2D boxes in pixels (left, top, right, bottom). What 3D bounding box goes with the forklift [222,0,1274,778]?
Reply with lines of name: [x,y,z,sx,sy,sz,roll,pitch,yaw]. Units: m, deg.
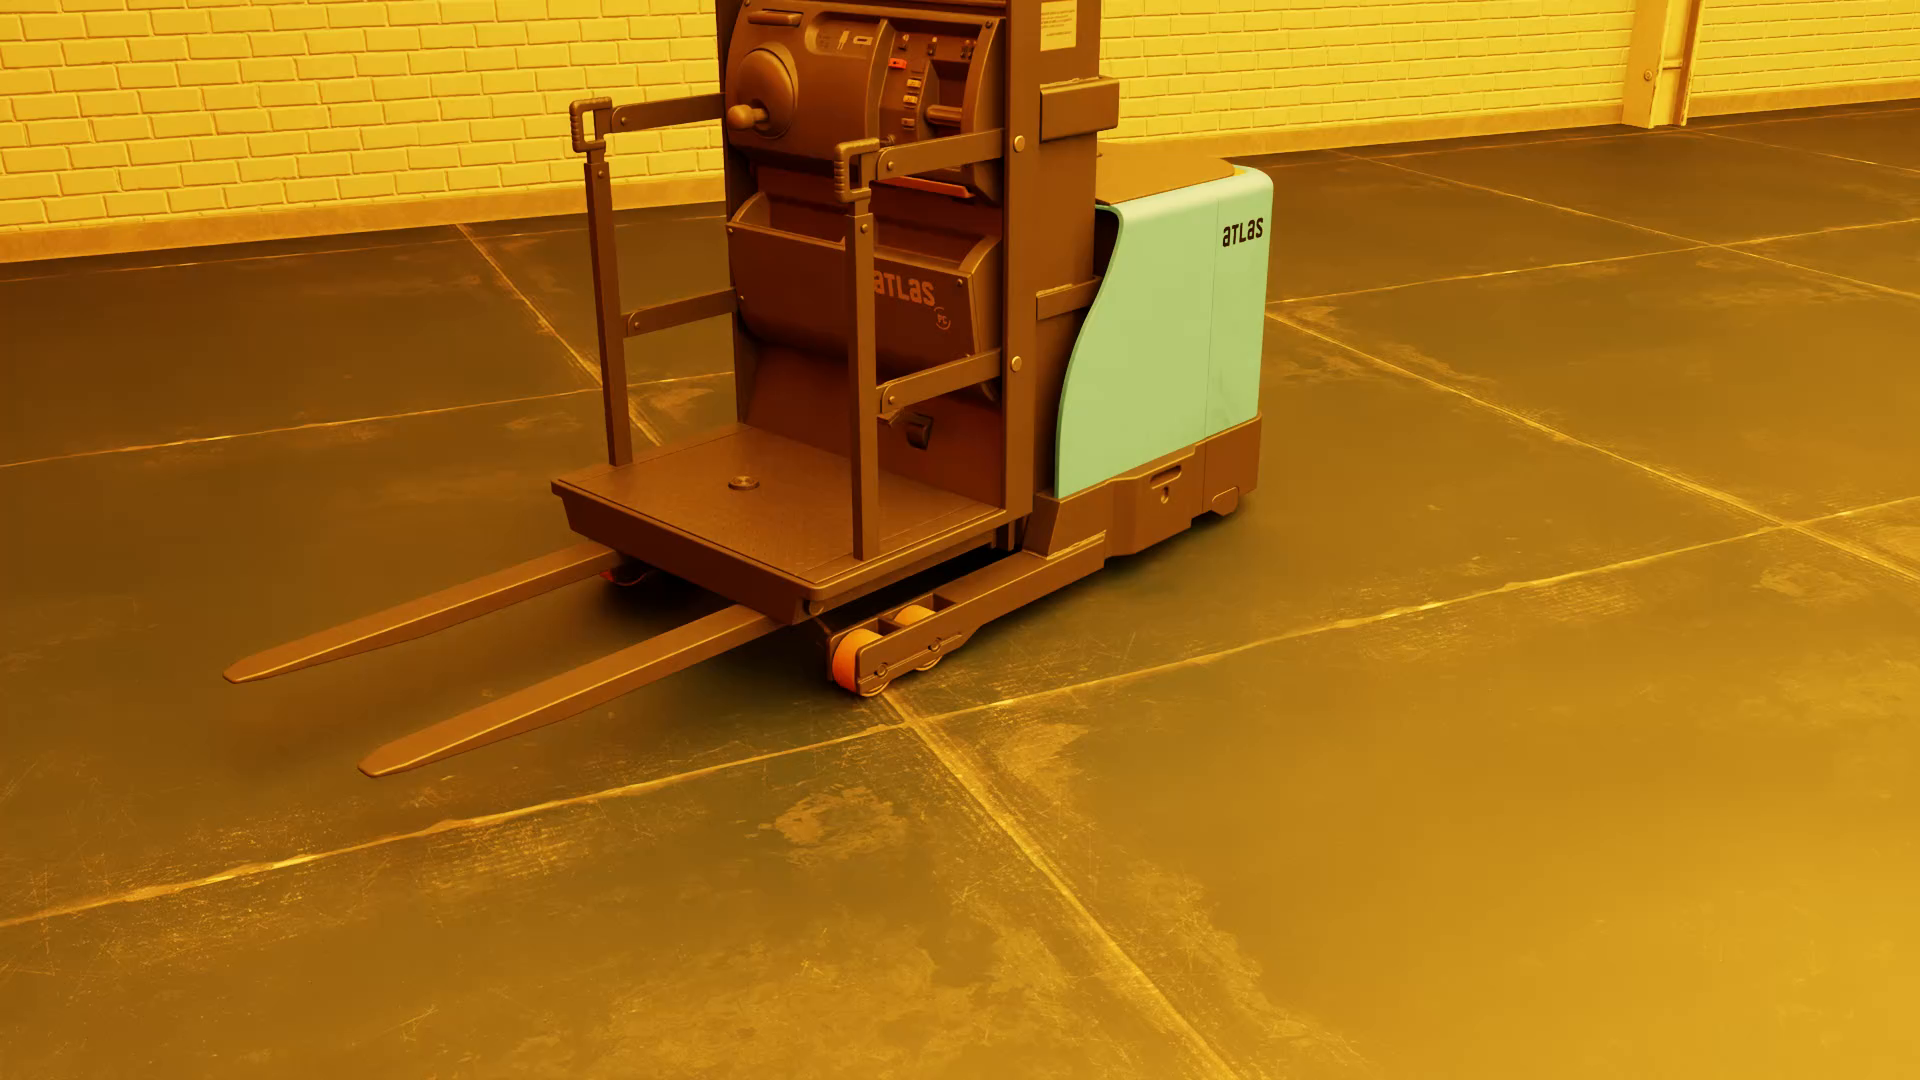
forklift: [-0.413,-1.182,4.131,1.130,2.935,3.031,19,29,39]
